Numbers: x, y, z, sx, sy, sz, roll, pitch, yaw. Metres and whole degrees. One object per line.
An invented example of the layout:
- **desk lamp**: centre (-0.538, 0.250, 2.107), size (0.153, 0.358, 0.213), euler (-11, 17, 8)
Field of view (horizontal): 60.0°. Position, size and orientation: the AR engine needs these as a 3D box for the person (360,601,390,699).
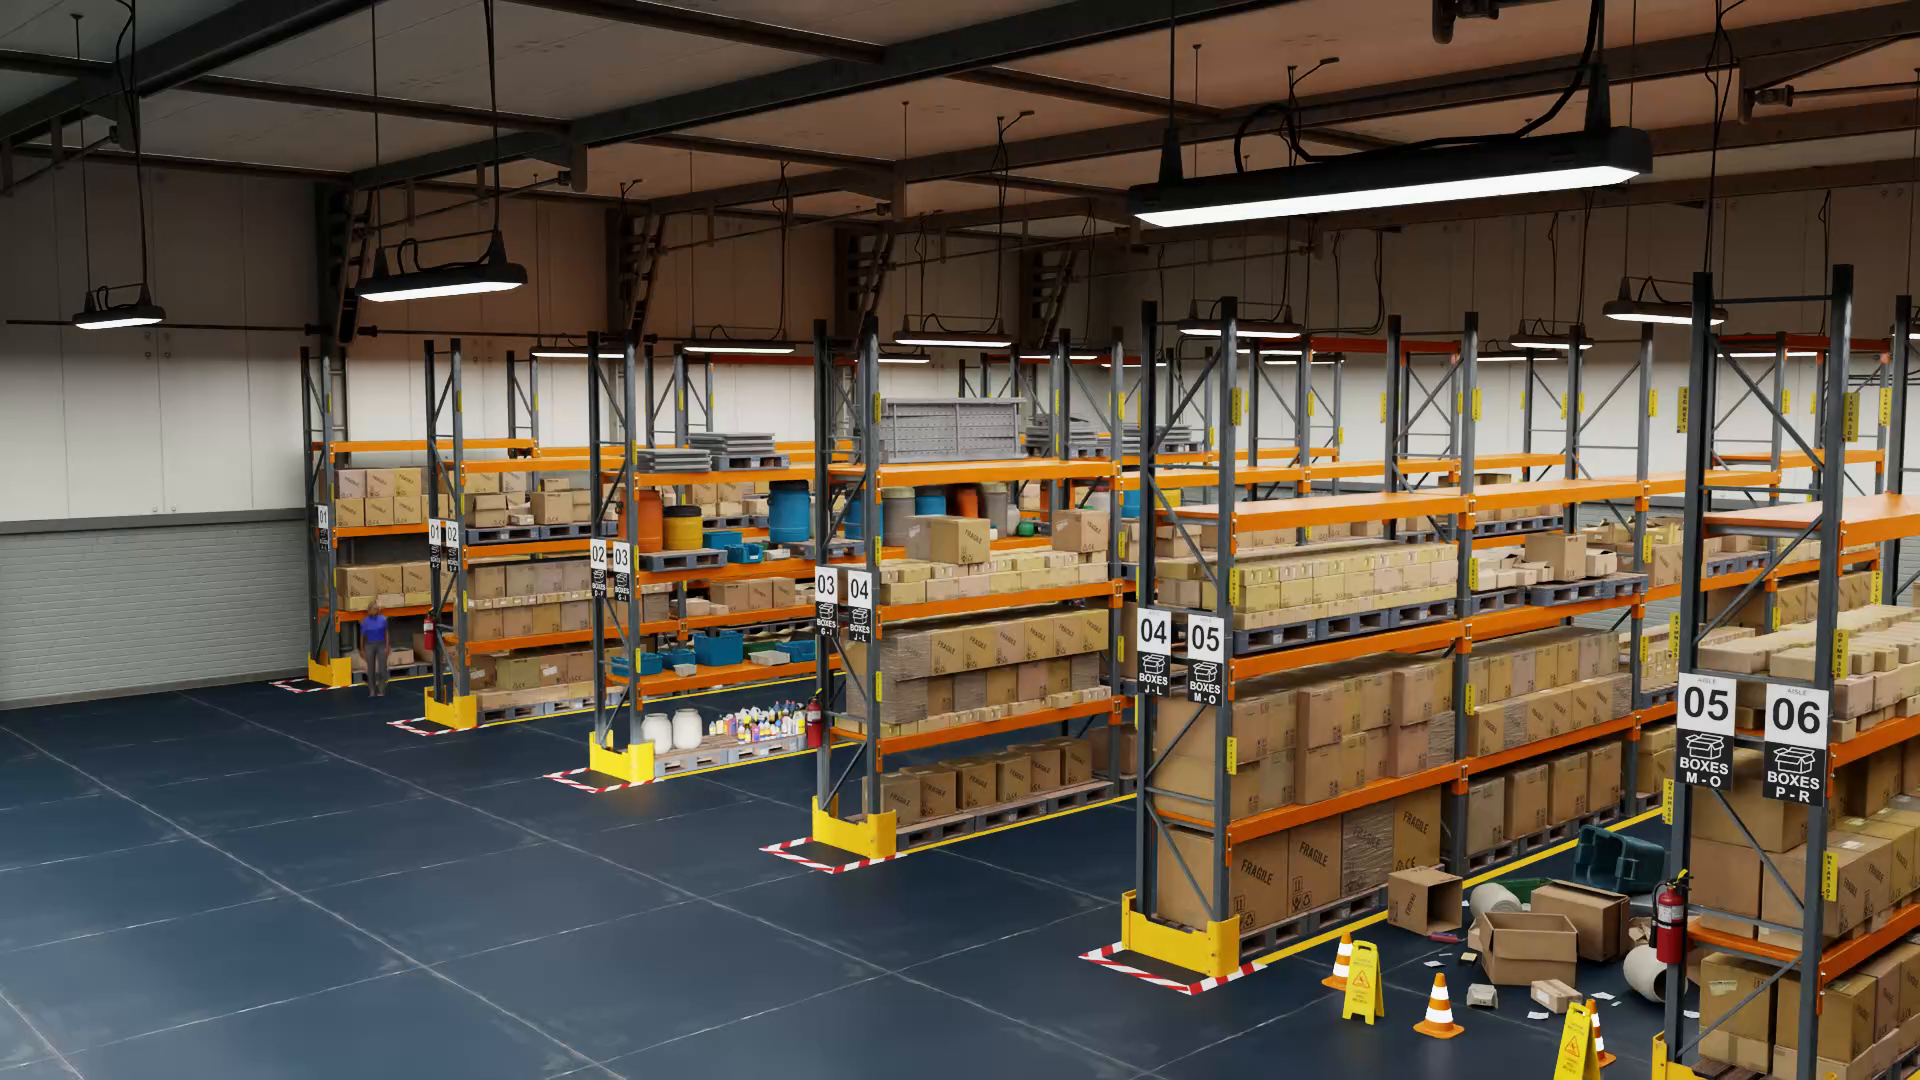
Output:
- **person**: centre (-9.955, 1.860, 28.290), size (0.482, 1.667, 0.359), euler (-2, 6, -26)
